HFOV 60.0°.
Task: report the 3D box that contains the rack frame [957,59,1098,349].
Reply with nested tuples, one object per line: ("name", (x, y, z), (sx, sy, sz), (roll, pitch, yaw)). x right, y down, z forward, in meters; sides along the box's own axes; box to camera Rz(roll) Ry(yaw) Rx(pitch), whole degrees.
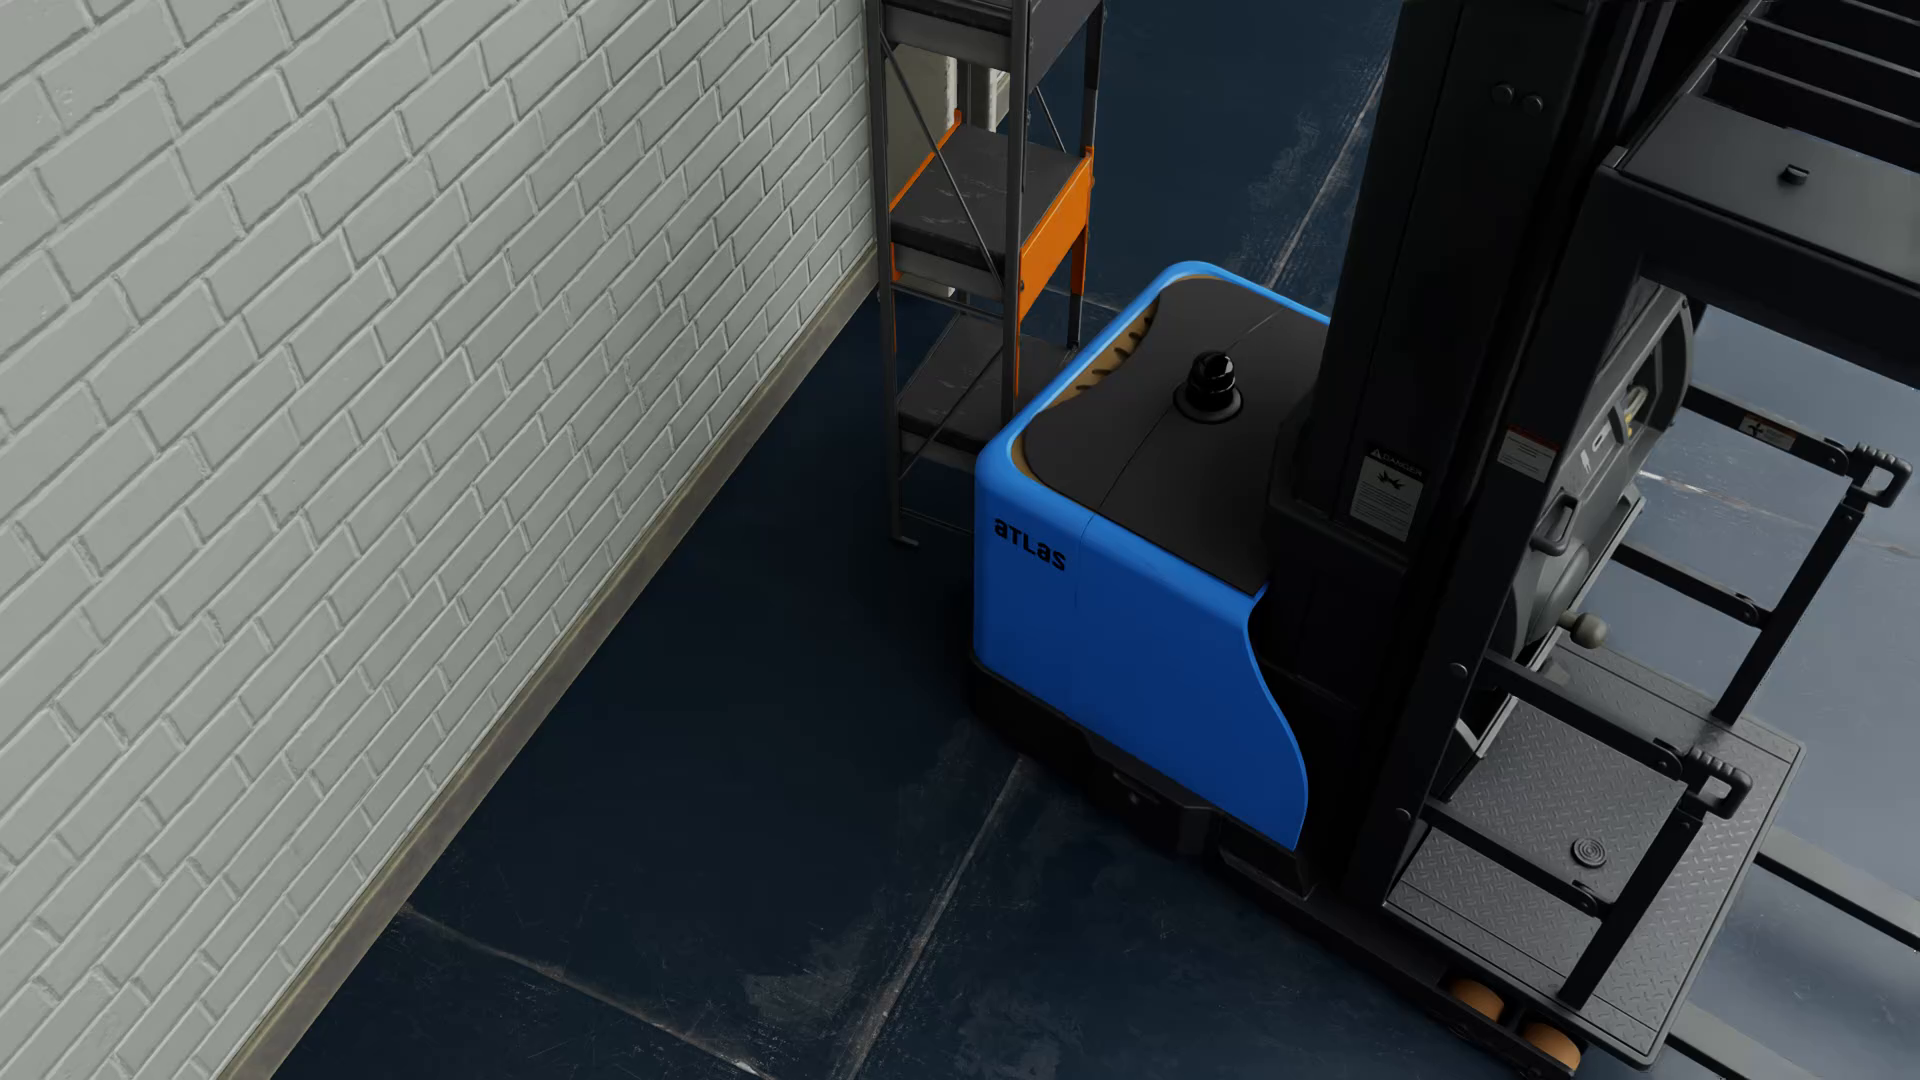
("rack frame", (0.175, -0.962, 4.690), (0.400, 2.100, 0.015), (20, 52, 16))

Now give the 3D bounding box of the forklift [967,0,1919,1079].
("forklift", (1.505, -0.070, 3.385), (3.031, 2.935, 1.130), (30, 56, 23))

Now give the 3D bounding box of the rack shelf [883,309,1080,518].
("rack shelf", (0.071, -0.332, 5.091), (0.431, 0.518, 0.480), (20, 52, 16))

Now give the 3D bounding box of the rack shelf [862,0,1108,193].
("rack shelf", (0.071, -1.239, 4.025), (0.431, 0.518, 0.480), (20, 52, 16))

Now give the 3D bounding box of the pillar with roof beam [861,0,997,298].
("pillar with roof beam", (3.797, -2.574, 1.532), (9.100, 9.000, 0.400), (20, 52, 16))

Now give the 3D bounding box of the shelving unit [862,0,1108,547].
("shelving unit", (0.071, -0.794, 4.547), (0.431, 2.100, 0.503), (20, 52, 16))

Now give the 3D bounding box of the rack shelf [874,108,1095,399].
("rack shelf", (0.071, -0.786, 4.558), (0.431, 0.518, 0.480), (20, 52, 16))

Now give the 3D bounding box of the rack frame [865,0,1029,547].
("rack frame", (-0.034, -0.626, 4.404), (0.400, 2.100, 0.015), (20, 52, 16))
